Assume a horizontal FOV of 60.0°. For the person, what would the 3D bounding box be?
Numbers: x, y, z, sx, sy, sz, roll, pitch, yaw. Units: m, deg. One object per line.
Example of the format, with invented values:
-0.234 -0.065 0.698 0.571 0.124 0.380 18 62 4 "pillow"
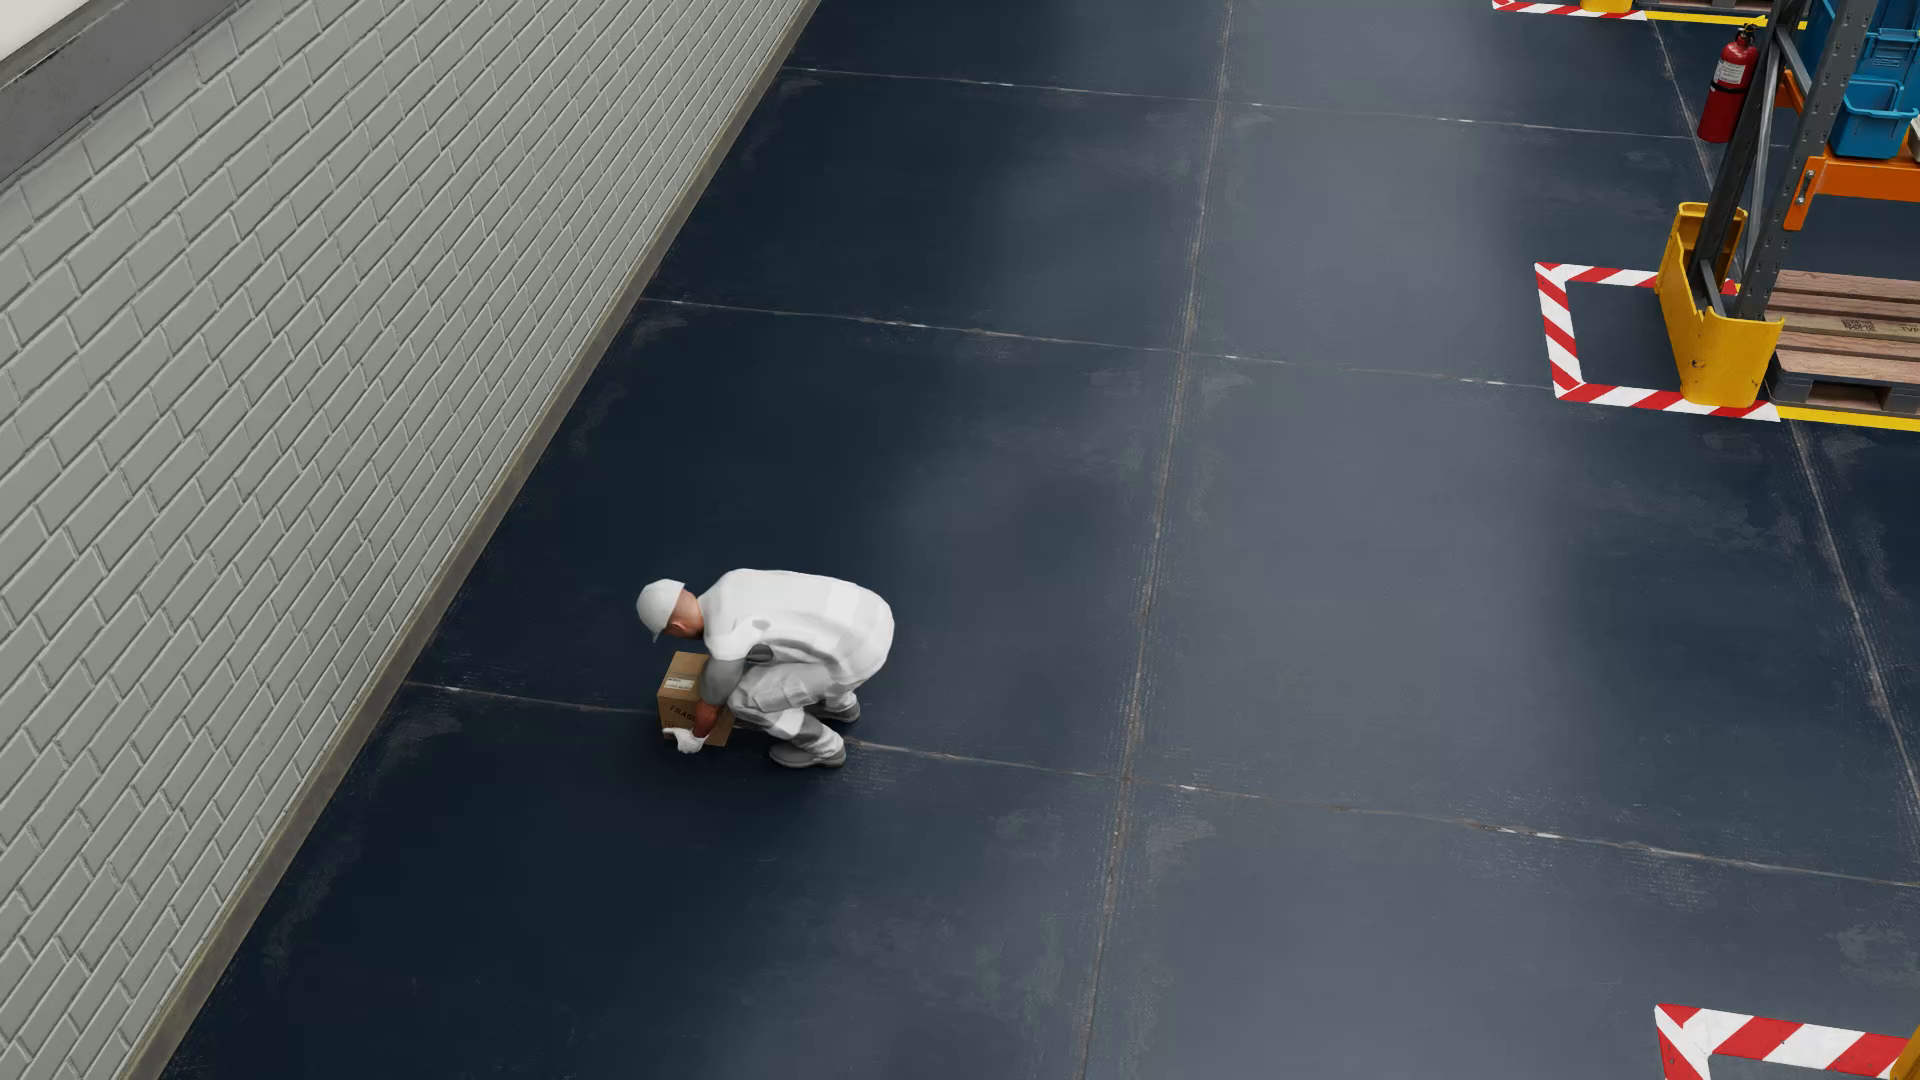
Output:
-0.731 0.474 6.384 0.958 0.799 0.523 6 40 7 "person"
